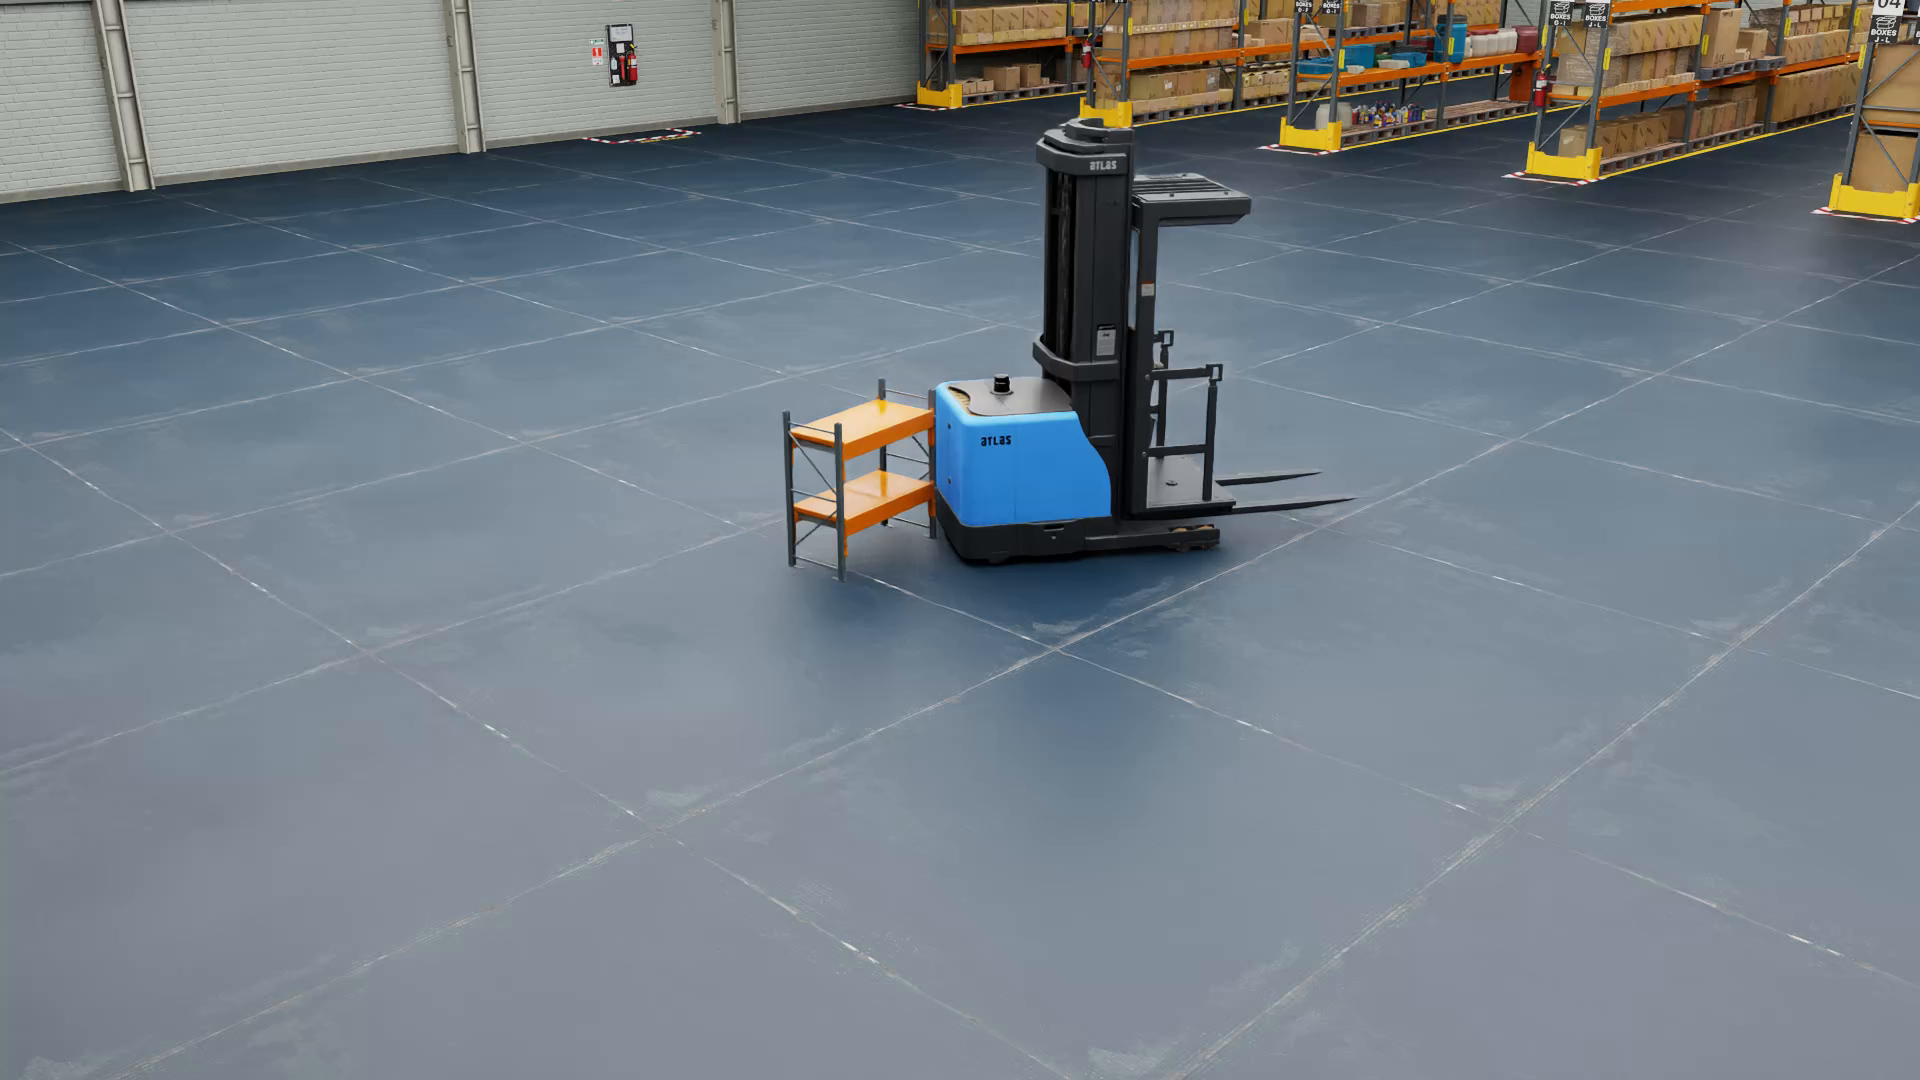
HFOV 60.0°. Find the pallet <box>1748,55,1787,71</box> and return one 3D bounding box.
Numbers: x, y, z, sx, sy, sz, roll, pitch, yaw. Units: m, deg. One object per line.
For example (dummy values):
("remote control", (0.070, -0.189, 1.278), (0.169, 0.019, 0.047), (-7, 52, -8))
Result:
("pallet", (15.288, -9.313, 32.390), (1.213, 0.211, 1.003), (19, 28, 41))

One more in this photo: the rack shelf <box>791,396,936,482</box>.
("rack shelf", (-0.683, -0.713, 11.546), (0.538, 0.278, 1.000), (15, 26, 34))

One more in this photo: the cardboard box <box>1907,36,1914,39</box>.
("cardboard box", (14.980, -7.391, 25.409), (0.875, 0.550, 0.500), (19, 28, 41))

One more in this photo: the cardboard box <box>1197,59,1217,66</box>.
("cardboard box", (6.284, -12.904, 43.876), (0.750, 0.750, 0.750), (19, 28, 40))

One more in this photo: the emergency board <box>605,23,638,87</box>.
("emergency board", (-6.588, -9.503, 32.618), (0.194, 1.169, 0.643), (19, 28, 41))

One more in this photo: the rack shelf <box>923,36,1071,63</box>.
("rack shelf", (0.876, -11.453, 38.694), (1.077, 0.370, 4.000), (19, 28, 41))

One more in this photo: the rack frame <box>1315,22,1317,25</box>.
("rack frame", (10.642, -15.388, 47.928), (1.000, 3.000, 0.127), (19, 28, 41))

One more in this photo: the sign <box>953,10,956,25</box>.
("sign", (-0.130, -11.543, 36.719), (0.100, 0.325, 0.005), (19, 28, 41))

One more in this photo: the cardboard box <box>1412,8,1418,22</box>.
("cardboard box", (11.569, -13.360, 42.513), (0.500, 0.500, 0.500), (-20, 28, -41))

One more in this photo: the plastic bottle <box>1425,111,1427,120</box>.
("plastic bottle", (9.340, -8.551, 33.429), (0.097, 0.201, 0.097), (0, 21, 0))

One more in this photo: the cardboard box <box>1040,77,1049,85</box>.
("cardboard box", (1.919, -11.041, 39.955), (0.380, 0.166, 0.250), (15, 26, 34))

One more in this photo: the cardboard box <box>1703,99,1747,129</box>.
("cardboard box", (14.878, -8.328, 32.431), (0.700, 0.500, 0.500), (16, 26, 36))

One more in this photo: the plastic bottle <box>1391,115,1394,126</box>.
("plastic bottle", (8.445, -8.222, 32.572), (0.097, 0.201, 0.097), (0, 21, 0))

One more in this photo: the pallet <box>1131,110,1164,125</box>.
("pallet", (3.536, -8.941, 35.043), (1.003, 0.211, 1.213), (19, 28, 41))

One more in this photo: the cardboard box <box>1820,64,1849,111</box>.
("cardboard box", (18.067, -9.675, 35.442), (1.225, 0.875, 0.875), (19, 28, 41))

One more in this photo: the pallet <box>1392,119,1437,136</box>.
("pallet", (8.871, -8.360, 33.530), (1.003, 0.211, 1.213), (19, 28, 41))

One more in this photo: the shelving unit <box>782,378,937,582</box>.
("shelving unit", (-0.683, -0.440, 11.651), (0.538, 1.125, 1.048), (15, 26, 34))

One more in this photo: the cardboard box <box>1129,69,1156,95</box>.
("cardboard box", (3.881, -9.772, 35.519), (0.500, 0.500, 0.500), (19, 28, 41))

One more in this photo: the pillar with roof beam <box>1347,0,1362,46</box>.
("pillar with roof beam", (14.991, -18.021, 46.418), (9.100, 9.000, 0.400), (19, 28, 41))

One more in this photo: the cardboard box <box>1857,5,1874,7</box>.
("cardboard box", (19.725, -11.378, 36.245), (0.500, 0.500, 0.500), (18, 28, 39))

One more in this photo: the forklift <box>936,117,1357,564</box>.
("forklift", (1.380, -1.465, 11.800), (3.031, 2.935, 1.130), (-5, 22, -12))

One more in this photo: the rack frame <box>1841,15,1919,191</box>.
("rack frame", (13.611, -6.288, 24.254), (1.000, 3.000, 0.127), (19, 28, 41))

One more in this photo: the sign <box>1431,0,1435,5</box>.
("sign", (11.804, -13.523, 41.463), (0.100, 0.325, 0.005), (19, 28, 41))

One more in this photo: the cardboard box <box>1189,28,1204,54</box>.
("cardboard box", (4.802, -10.730, 35.671), (0.500, 0.500, 0.700), (-20, 28, -41))

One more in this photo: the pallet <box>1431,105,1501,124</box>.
("pallet", (10.741, -9.049, 35.322), (1.003, 0.211, 1.213), (19, 28, 41))

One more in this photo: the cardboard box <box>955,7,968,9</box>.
("cardboard box", (0.016, -11.865, 37.900), (0.500, 0.500, 0.500), (-20, 29, -41))

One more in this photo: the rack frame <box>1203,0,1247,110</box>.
("rack frame", (5.823, -11.064, 36.680), (1.000, 3.000, 0.127), (19, 28, 41))

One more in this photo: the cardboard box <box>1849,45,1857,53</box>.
("cardboard box", (18.944, -10.516, 35.603), (0.380, 0.149, 0.250), (19, 28, 41))

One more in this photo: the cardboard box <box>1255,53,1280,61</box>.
("cardboard box", (8.447, -13.555, 46.059), (0.700, 0.500, 0.500), (20, 29, 41))

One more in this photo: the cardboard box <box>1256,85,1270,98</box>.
("cardboard box", (6.639, -10.149, 37.547), (0.500, 0.250, 0.500), (-19, 28, -41))

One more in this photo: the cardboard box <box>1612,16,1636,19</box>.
("cardboard box", (11.384, -8.795, 28.829), (0.500, 0.500, 0.500), (19, 28, 41))

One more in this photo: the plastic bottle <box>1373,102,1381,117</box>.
("plastic bottle", (8.377, -8.640, 33.452), (0.144, 0.351, 0.185), (18, 27, 38))

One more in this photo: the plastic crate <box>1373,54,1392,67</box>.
("plastic crate", (8.220, -9.446, 32.766), (0.450, 0.188, 0.662), (19, 28, 41))

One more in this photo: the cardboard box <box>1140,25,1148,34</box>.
("cardboard box", (3.643, -10.501, 34.171), (0.380, 0.149, 0.250), (18, 28, 39))

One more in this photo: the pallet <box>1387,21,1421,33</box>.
("pallet", (10.768, -12.853, 41.601), (1.003, 0.211, 1.213), (19, 28, 41))

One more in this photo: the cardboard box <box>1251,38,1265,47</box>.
("cardboard box", (6.588, -11.124, 37.184), (0.380, 0.149, 0.250), (19, 28, 41))

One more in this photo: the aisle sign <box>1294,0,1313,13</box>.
("aisle sign", (6.316, -10.065, 30.455), (0.394, 0.787, 0.004), (19, 28, 41))

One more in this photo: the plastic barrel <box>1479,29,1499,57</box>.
("plastic barrel", (11.008, -10.378, 34.704), (0.433, 0.535, 0.433), (0, 21, 0))

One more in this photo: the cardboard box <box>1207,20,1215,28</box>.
("cardboard box", (5.250, -11.091, 35.707), (0.380, 0.149, 0.250), (19, 28, 41))

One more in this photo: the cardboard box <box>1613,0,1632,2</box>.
("cardboard box", (10.649, -8.945, 27.194), (0.500, 0.250, 0.500), (-19, 28, -40))

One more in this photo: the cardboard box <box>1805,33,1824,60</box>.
("cardboard box", (17.306, -10.109, 34.056), (0.500, 0.500, 0.500), (19, 28, 41))

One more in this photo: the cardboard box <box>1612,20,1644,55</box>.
("cardboard box", (11.060, -8.408, 27.821), (0.500, 0.500, 0.500), (19, 28, 41))

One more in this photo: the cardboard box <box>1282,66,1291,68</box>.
("cardboard box", (7.712, -10.806, 38.474), (0.500, 0.311, 0.500), (19, 28, 40))

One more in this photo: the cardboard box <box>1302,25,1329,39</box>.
("cardboard box", (8.328, -11.968, 39.156), (0.500, 0.311, 0.500), (-18, 27, -39))

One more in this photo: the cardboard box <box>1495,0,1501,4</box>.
("cardboard box", (14.081, -14.479, 44.031), (0.500, 0.500, 0.500), (19, 28, 40))

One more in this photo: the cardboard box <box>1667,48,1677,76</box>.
("cardboard box", (12.186, -8.549, 29.583), (0.875, 0.500, 0.500), (19, 28, 41))

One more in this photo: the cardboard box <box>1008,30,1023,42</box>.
("cardboard box", (1.115, -11.656, 38.400), (0.500, 0.250, 0.500), (20, 28, 41))

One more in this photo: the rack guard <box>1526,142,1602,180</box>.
("rack guard", (10.181, -6.408, 28.051), (1.175, 0.500, 0.348), (19, 28, 41))

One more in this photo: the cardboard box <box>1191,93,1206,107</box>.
("cardboard box", (4.962, -9.545, 35.973), (0.500, 0.250, 0.500), (19, 28, 41))

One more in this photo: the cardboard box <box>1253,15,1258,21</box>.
("cardboard box", (7.819, -14.094, 44.884), (0.380, 0.149, 0.250), (20, 28, 41))

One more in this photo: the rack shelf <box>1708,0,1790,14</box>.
("rack shelf", (14.313, -10.162, 31.155), (1.077, 0.370, 4.000), (19, 28, 41))
